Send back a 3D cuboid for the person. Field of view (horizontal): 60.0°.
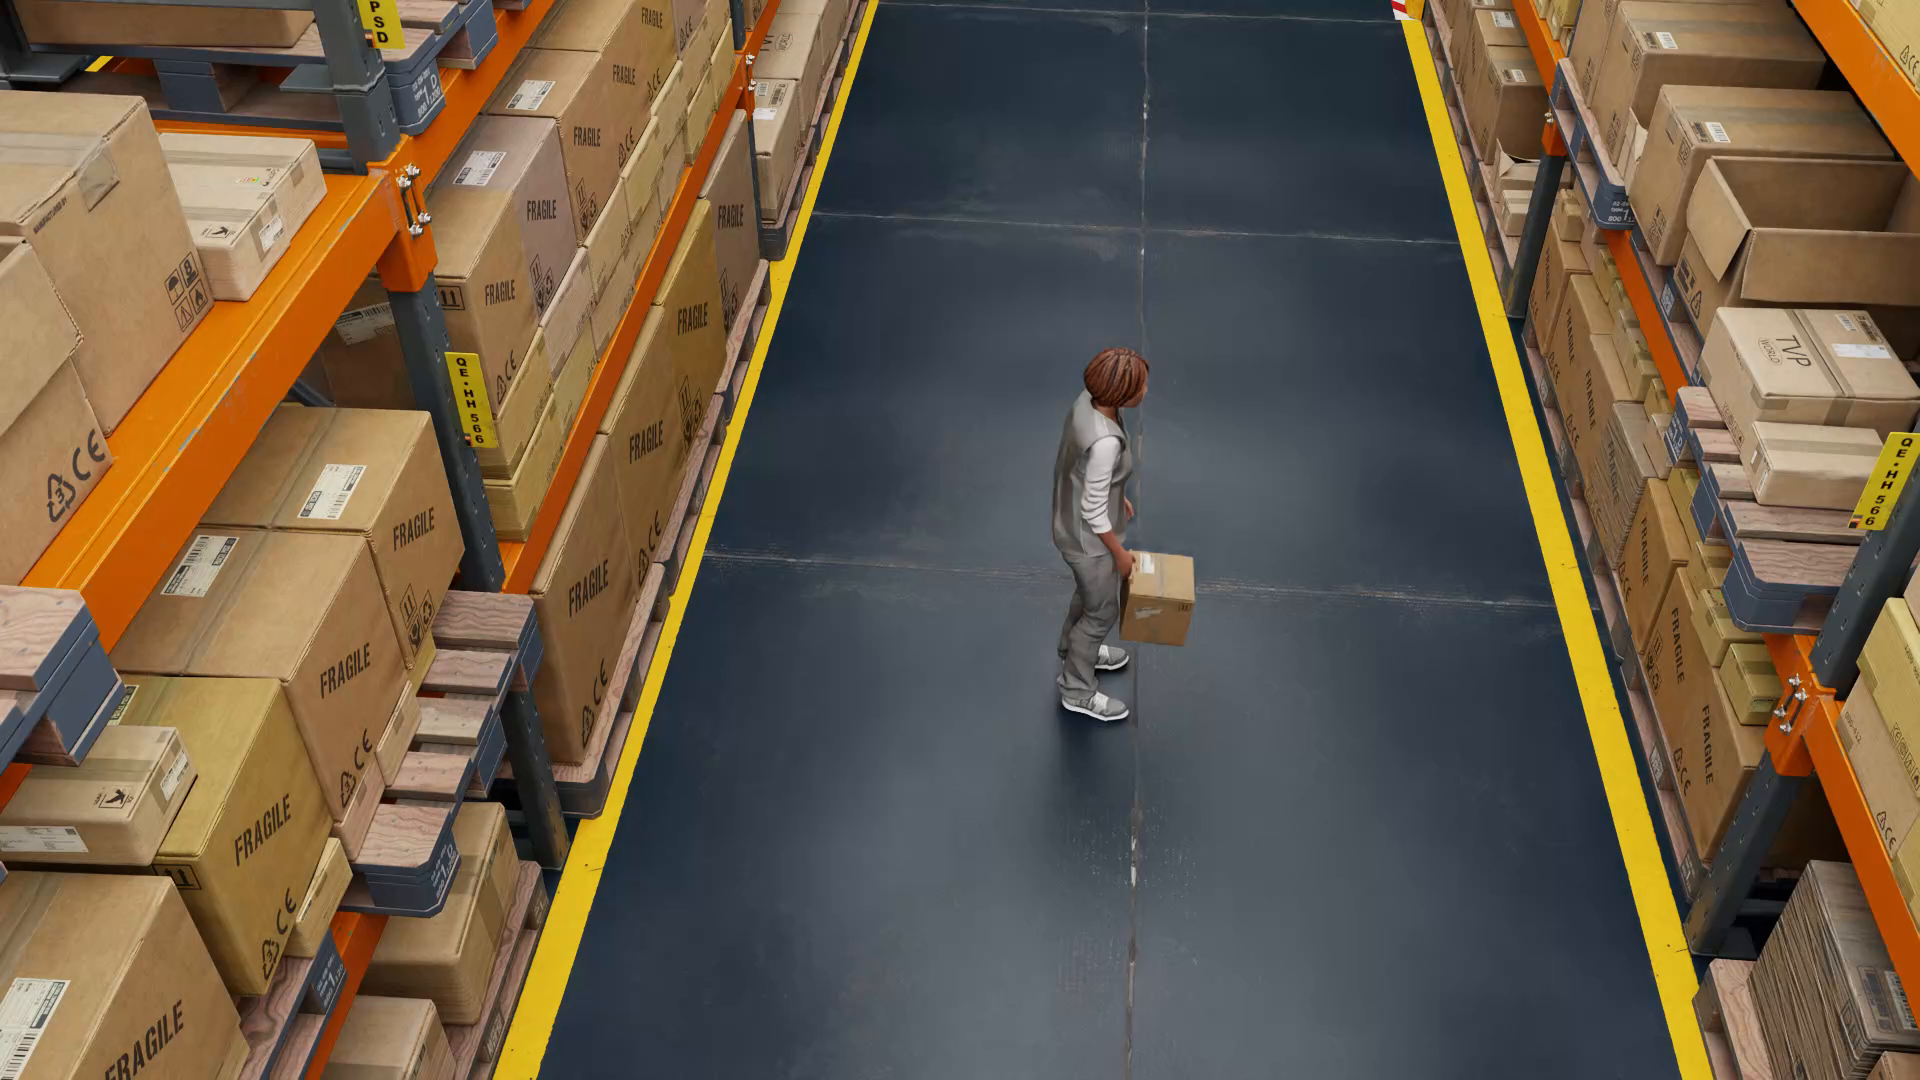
[{"bbox_3d":[0.511,-0.036,6.204,0.341,1.598,0.452,2,41,3],"label":"person"}]
